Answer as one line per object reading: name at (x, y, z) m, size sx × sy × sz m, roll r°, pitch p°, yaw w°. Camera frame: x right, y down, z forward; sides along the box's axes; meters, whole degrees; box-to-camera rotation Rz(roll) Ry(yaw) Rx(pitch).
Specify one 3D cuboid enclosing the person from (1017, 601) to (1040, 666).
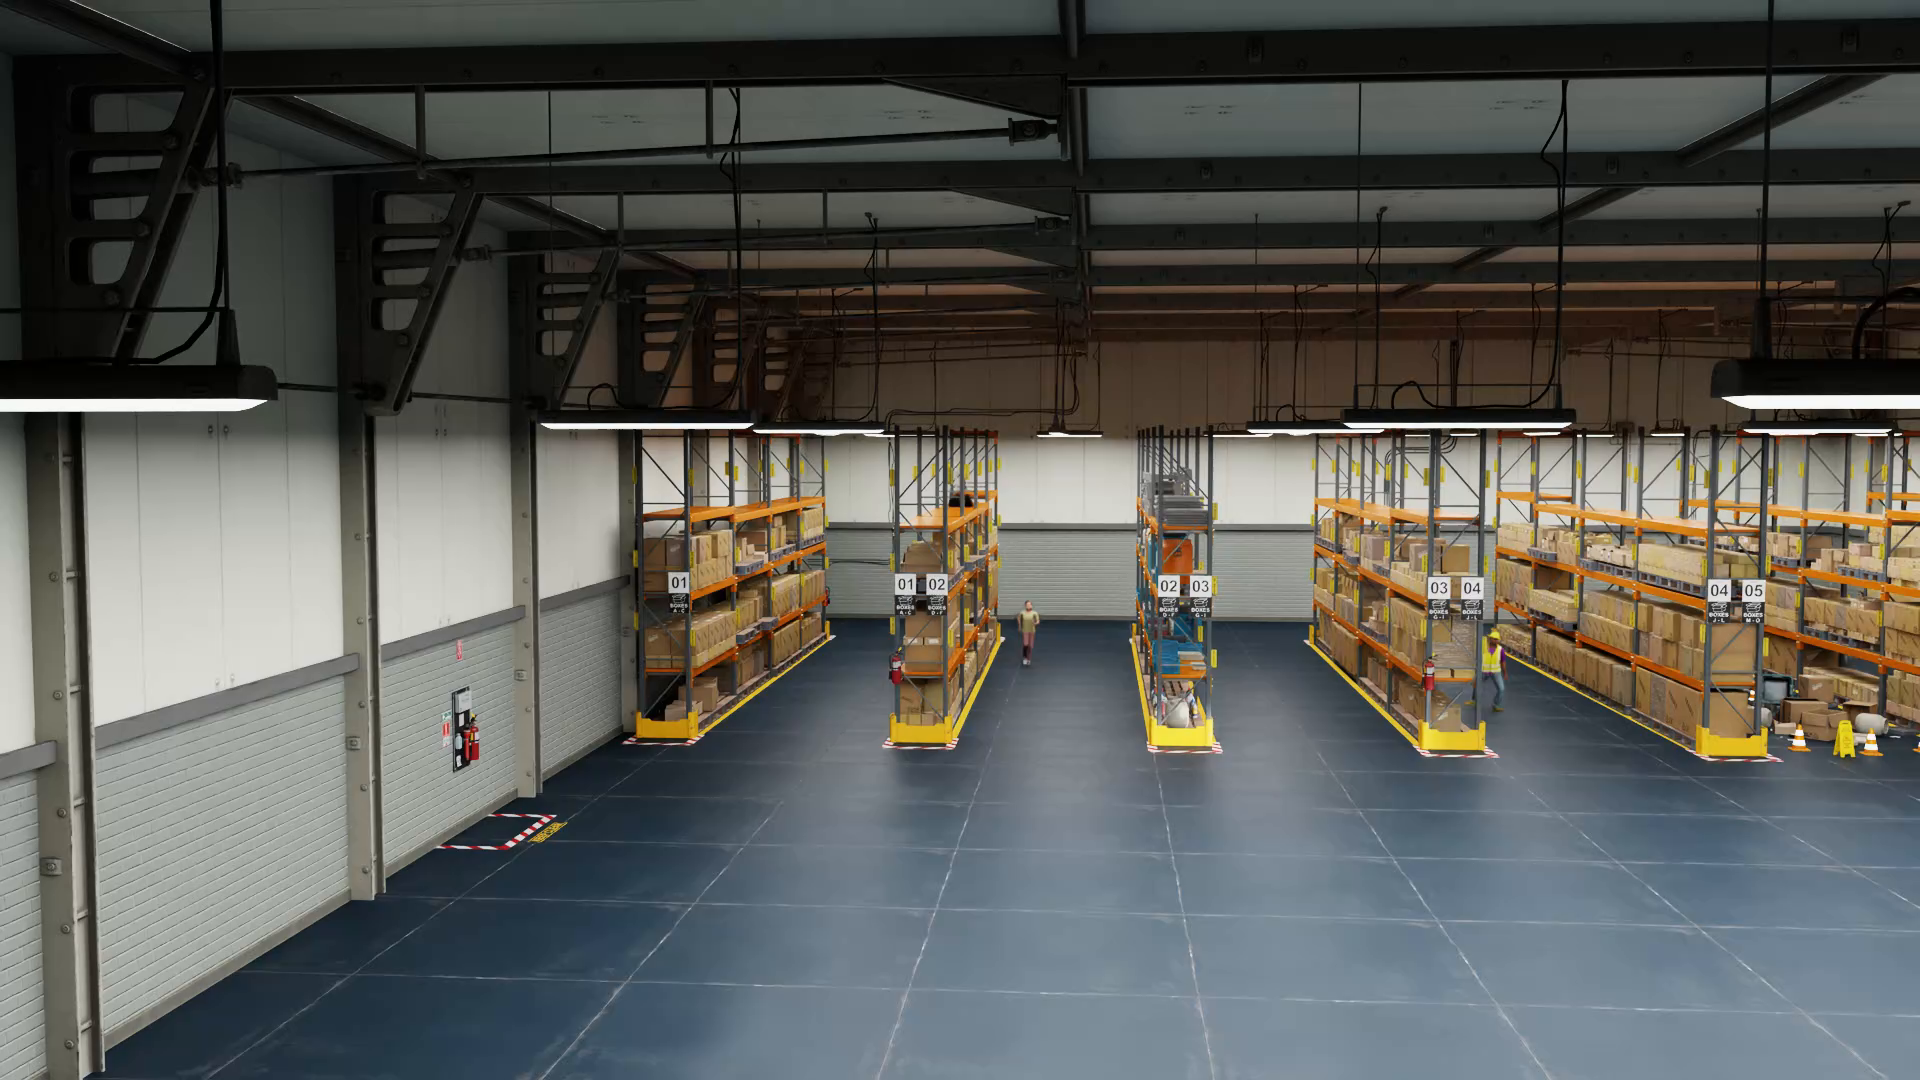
person at (1.745, 2.353, 42.138) m, size 0.554 × 1.646 × 0.645 m, roll 0°, pitch 3°, yaw -2°

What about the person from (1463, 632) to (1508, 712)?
person at (11.144, 2.768, 35.242) m, size 0.888 × 1.687 × 0.759 m, roll 1°, pitch 4°, yaw 15°

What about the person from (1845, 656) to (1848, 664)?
person at (21.903, 2.365, 41.630) m, size 0.656 × 1.729 × 0.780 m, roll -1°, pitch 3°, yaw -9°
